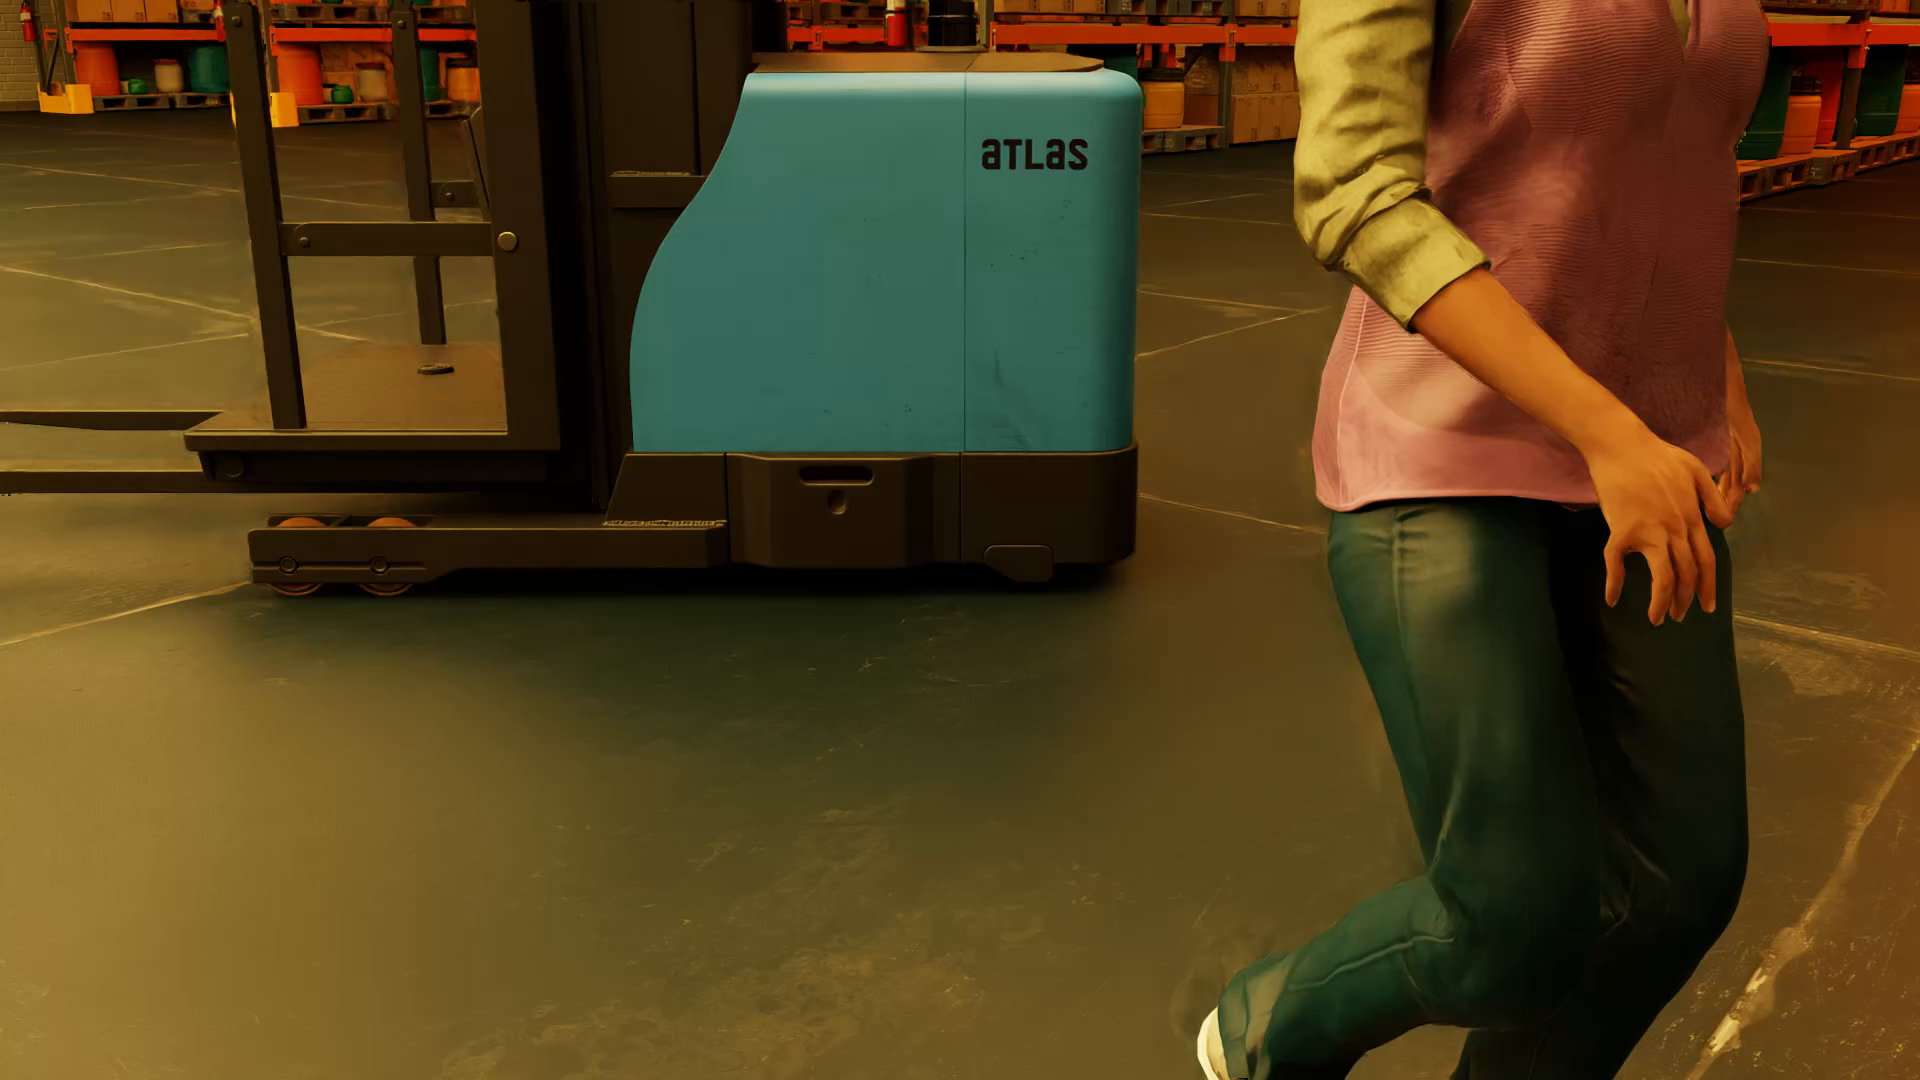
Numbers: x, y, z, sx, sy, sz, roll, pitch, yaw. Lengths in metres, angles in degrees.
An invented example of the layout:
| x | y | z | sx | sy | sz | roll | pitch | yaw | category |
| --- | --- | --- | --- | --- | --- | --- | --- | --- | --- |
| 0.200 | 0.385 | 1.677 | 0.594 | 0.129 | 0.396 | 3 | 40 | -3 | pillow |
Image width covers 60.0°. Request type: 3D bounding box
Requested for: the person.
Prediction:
| x | y | z | sx | sy | sz | roll | pitch | yaw | category |
| --- | --- | --- | --- | --- | --- | --- | --- | --- | --- |
| 0.515 | -0.028 | 1.390 | 0.623 | 1.547 | 0.481 | -8 | 19 | -25 | person |

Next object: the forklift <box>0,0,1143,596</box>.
| x | y | z | sx | sy | sz | roll | pitch | yaw | category |
| --- | --- | --- | --- | --- | --- | --- | --- | --- | --- |
| -1.134 | -1.436 | 3.627 | 3.031 | 2.935 | 1.130 | 0 | 17 | 0 | forklift |
